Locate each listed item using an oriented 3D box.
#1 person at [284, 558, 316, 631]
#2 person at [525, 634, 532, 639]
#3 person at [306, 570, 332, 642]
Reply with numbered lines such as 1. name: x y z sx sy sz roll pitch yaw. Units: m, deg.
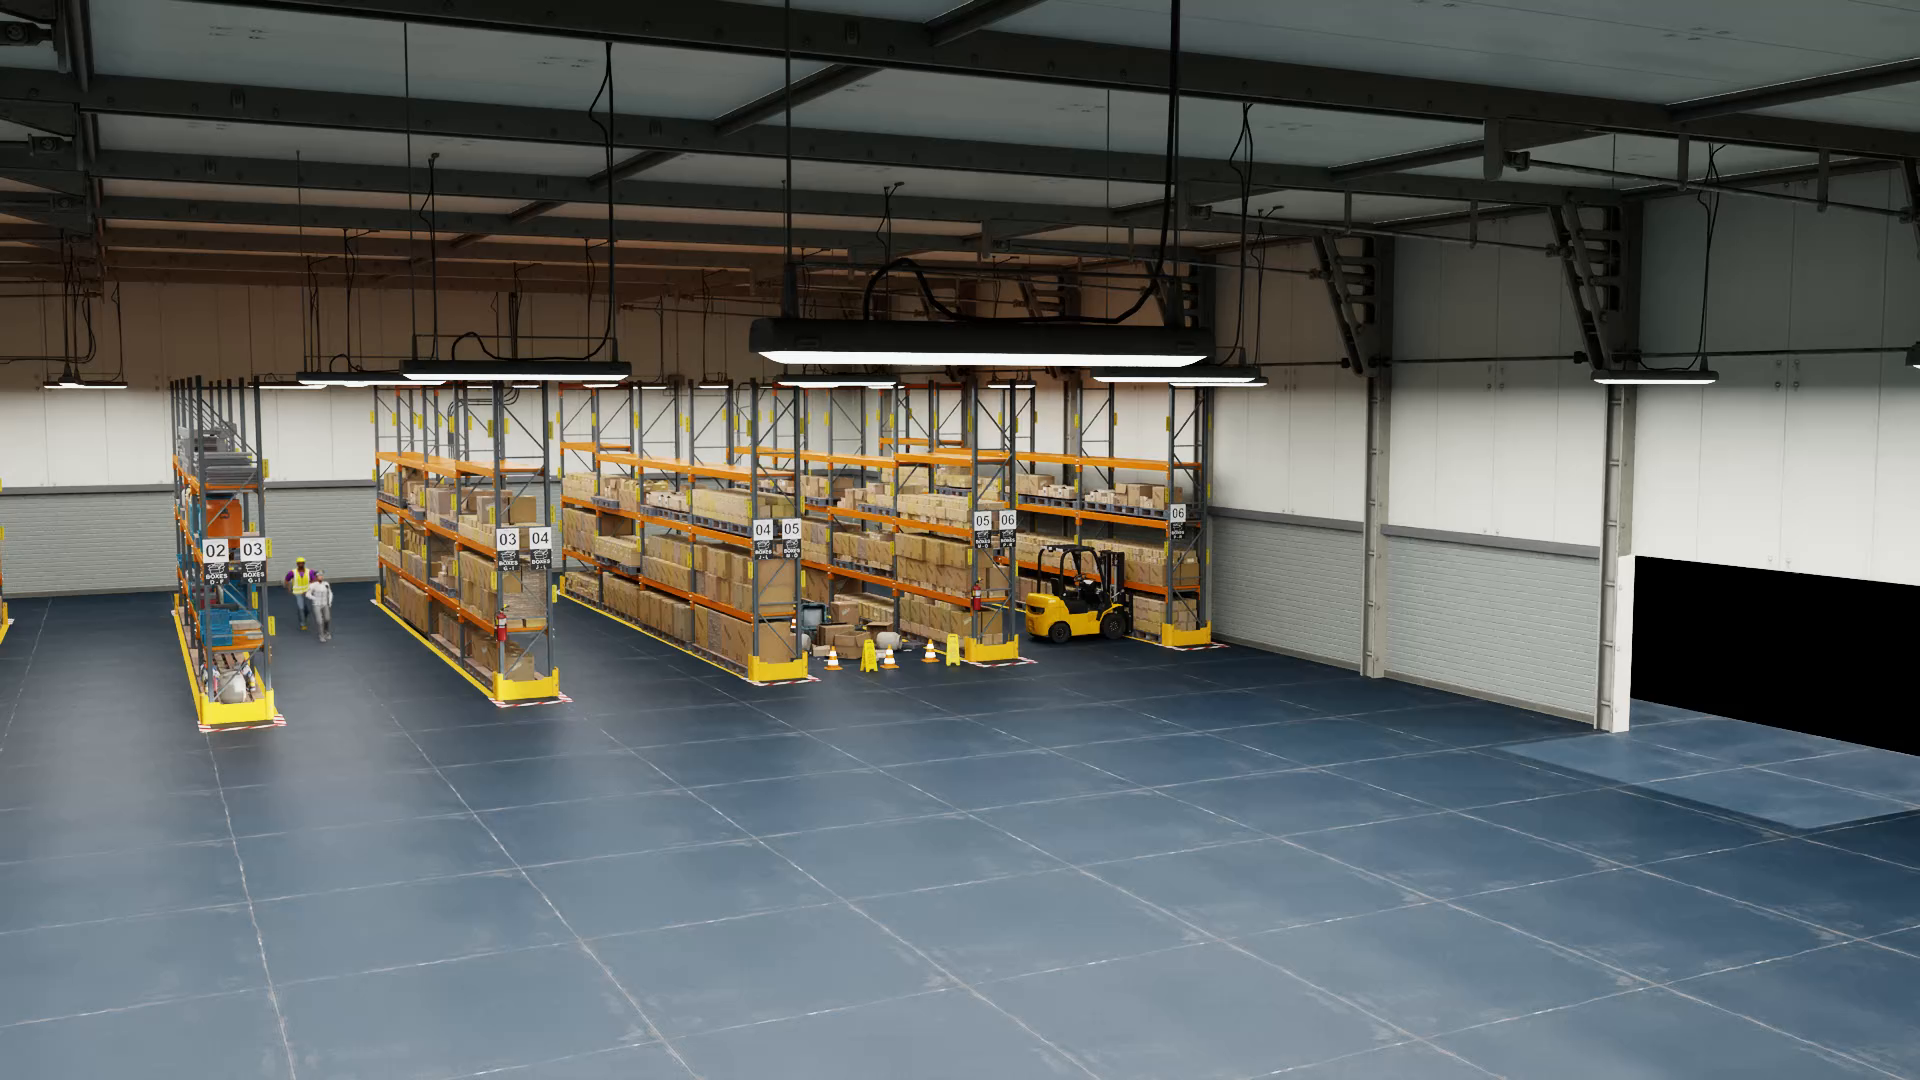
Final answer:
1. person: -15.867 1.290 40.093 0.715 1.743 0.876 -3 6 -32
2. person: -10.009 1.458 38.704 0.704 1.665 0.564 -3 6 -32
3. person: -14.643 1.508 38.123 0.620 1.654 0.536 -4 6 -36
